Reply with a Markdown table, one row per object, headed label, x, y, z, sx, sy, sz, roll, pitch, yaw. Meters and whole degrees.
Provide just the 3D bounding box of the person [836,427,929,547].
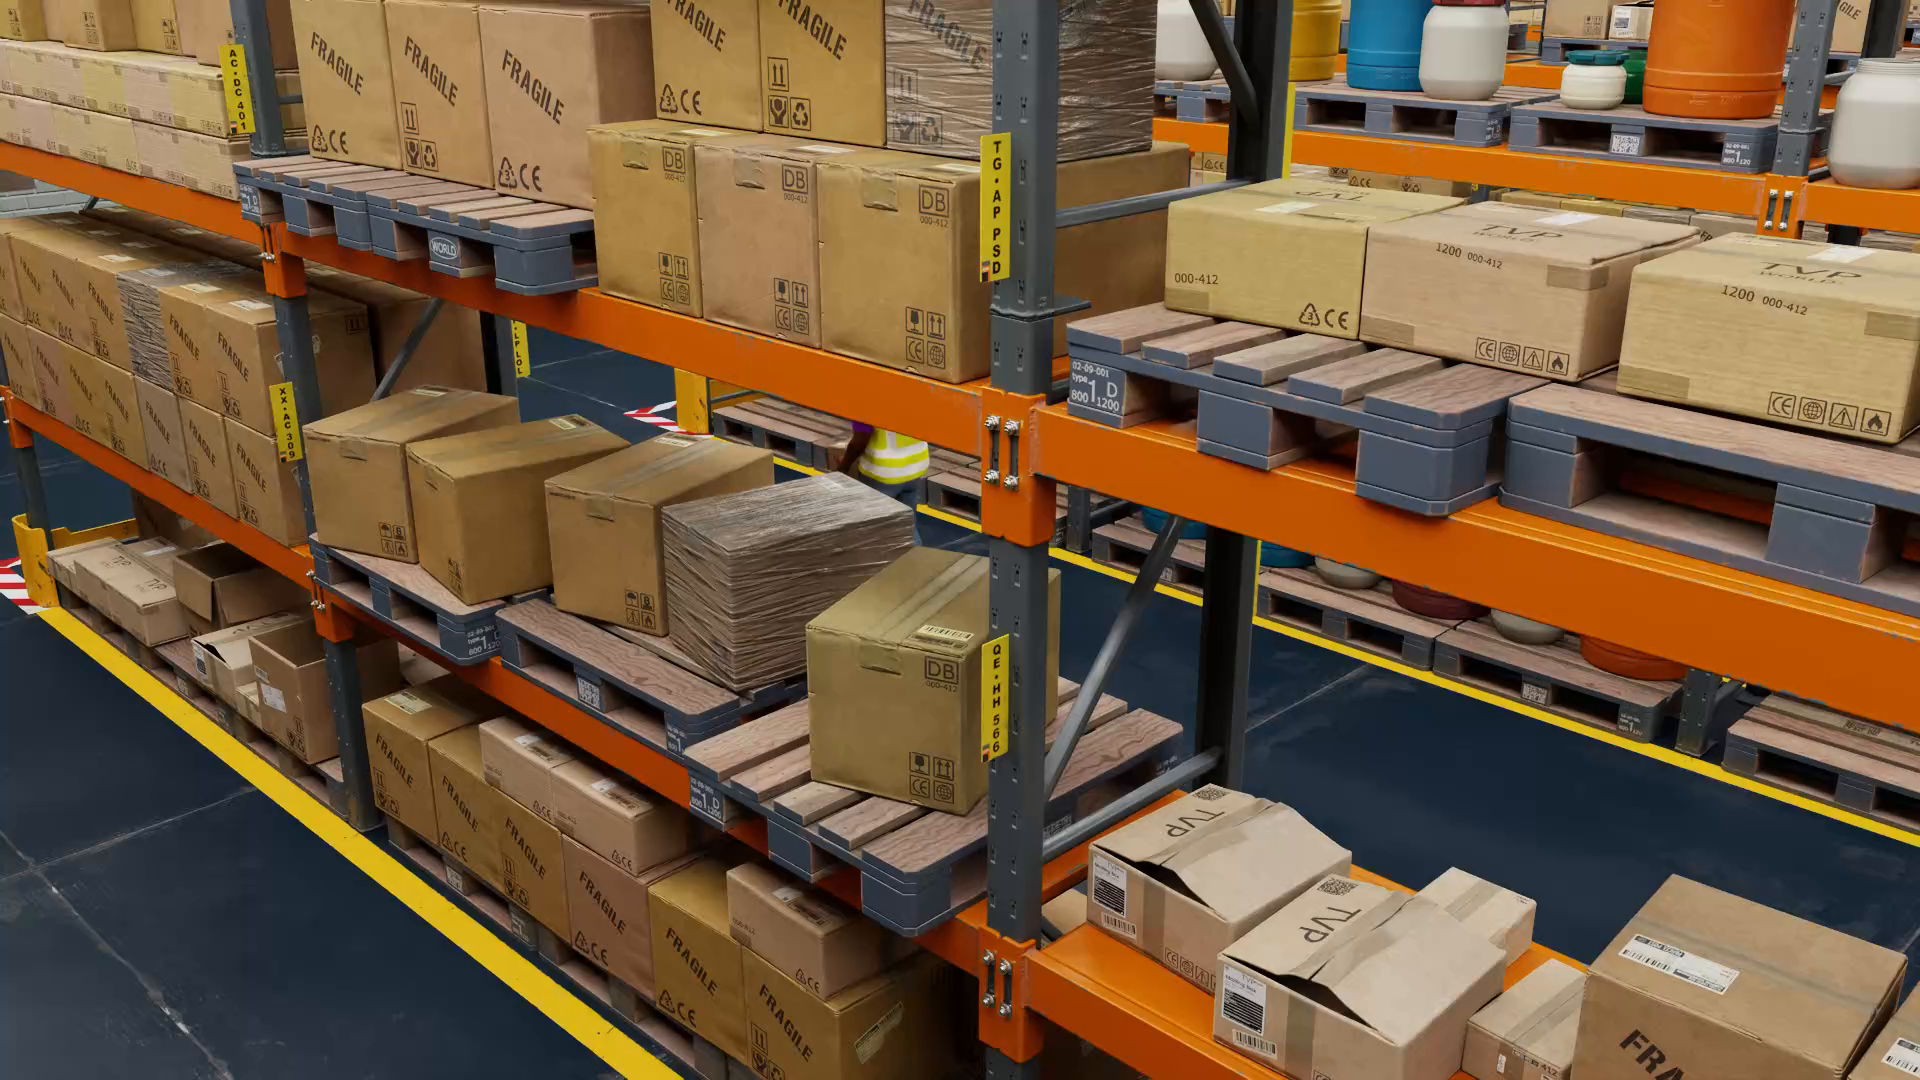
| label | x | y | z | sx | sy | sz | roll | pitch | yaw |
| --- | --- | --- | --- | --- | --- | --- | --- | --- | --- |
| person | 5.149 | -7.444 | 18.151 | 6.709 | 9.002 | 23.367 | 18 | 27 | 40 |
